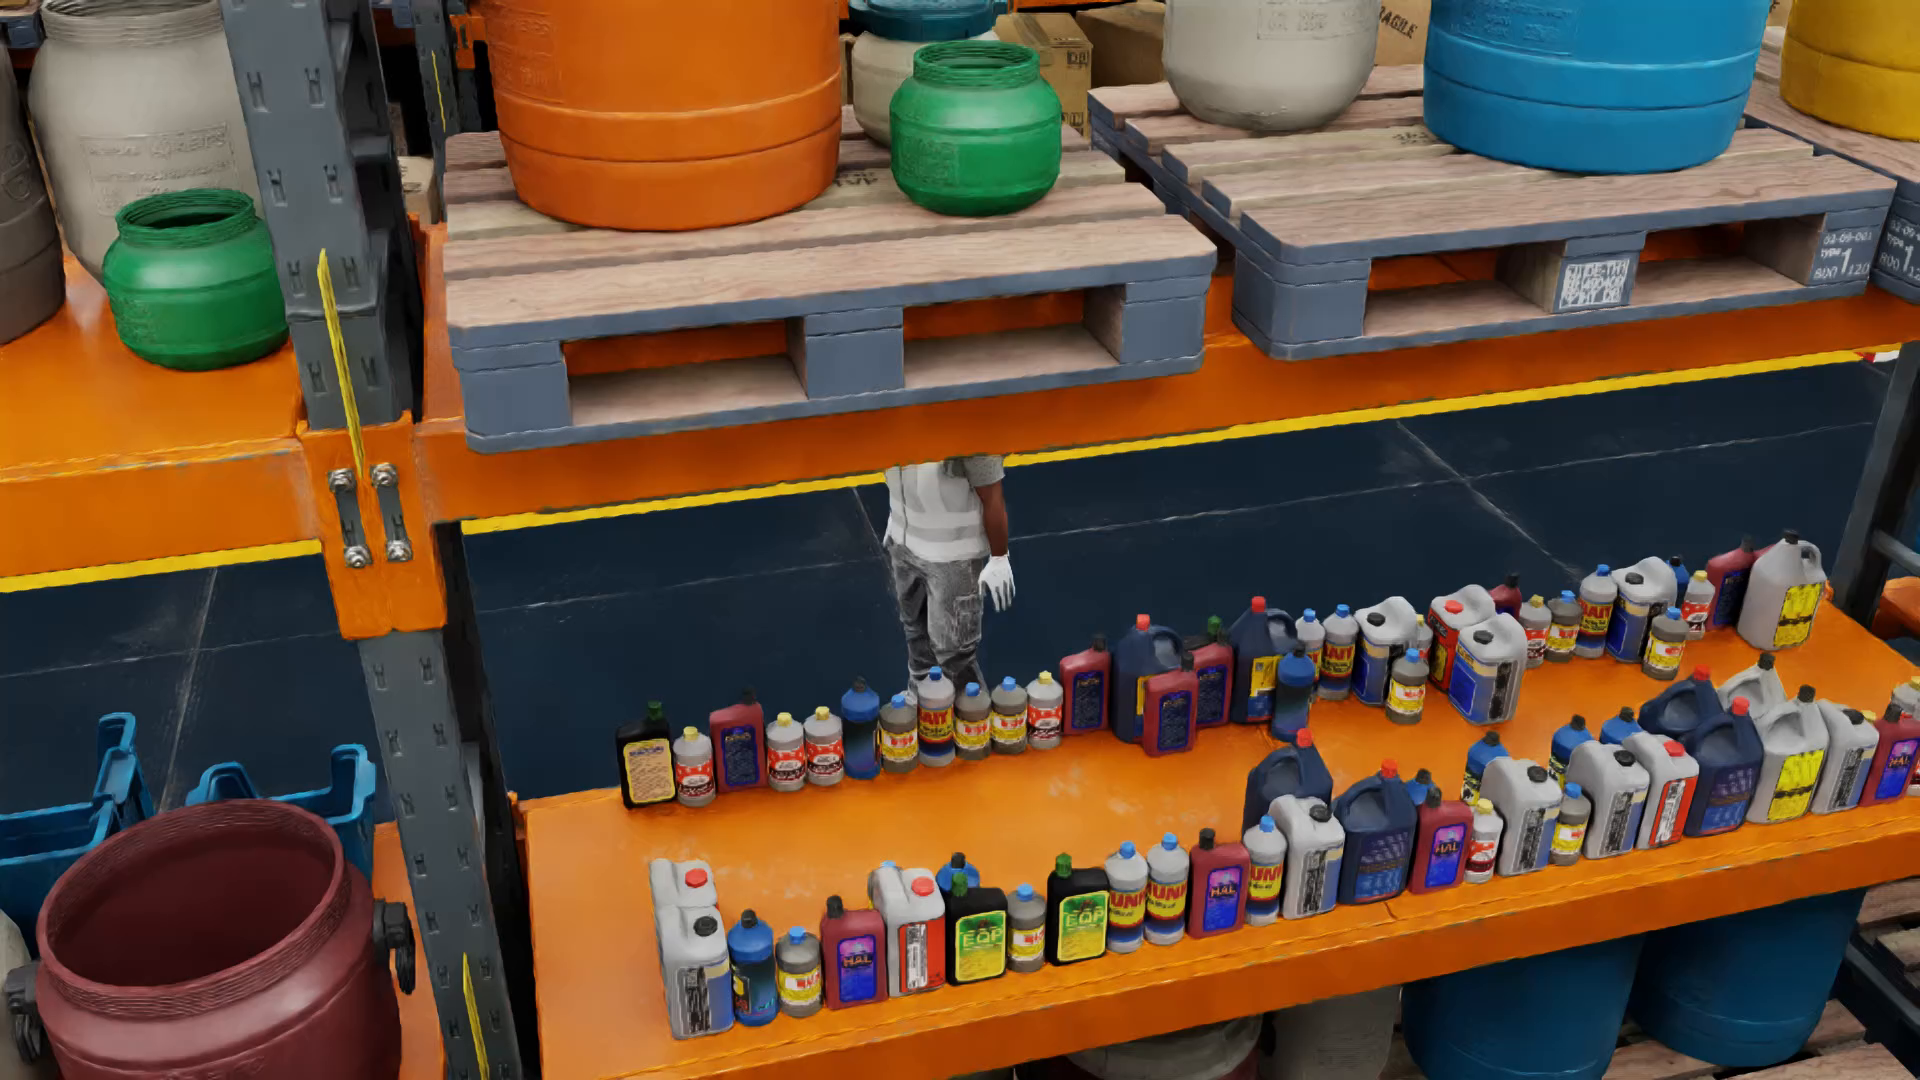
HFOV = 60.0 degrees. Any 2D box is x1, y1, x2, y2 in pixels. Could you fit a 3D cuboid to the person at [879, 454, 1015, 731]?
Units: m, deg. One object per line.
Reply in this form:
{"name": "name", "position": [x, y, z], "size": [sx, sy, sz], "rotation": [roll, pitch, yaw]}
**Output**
{"name": "person", "position": [-0.108, 0.042, 5.996], "size": [0.455, 1.776, 0.687], "rotation": [-19, 35, -30]}
